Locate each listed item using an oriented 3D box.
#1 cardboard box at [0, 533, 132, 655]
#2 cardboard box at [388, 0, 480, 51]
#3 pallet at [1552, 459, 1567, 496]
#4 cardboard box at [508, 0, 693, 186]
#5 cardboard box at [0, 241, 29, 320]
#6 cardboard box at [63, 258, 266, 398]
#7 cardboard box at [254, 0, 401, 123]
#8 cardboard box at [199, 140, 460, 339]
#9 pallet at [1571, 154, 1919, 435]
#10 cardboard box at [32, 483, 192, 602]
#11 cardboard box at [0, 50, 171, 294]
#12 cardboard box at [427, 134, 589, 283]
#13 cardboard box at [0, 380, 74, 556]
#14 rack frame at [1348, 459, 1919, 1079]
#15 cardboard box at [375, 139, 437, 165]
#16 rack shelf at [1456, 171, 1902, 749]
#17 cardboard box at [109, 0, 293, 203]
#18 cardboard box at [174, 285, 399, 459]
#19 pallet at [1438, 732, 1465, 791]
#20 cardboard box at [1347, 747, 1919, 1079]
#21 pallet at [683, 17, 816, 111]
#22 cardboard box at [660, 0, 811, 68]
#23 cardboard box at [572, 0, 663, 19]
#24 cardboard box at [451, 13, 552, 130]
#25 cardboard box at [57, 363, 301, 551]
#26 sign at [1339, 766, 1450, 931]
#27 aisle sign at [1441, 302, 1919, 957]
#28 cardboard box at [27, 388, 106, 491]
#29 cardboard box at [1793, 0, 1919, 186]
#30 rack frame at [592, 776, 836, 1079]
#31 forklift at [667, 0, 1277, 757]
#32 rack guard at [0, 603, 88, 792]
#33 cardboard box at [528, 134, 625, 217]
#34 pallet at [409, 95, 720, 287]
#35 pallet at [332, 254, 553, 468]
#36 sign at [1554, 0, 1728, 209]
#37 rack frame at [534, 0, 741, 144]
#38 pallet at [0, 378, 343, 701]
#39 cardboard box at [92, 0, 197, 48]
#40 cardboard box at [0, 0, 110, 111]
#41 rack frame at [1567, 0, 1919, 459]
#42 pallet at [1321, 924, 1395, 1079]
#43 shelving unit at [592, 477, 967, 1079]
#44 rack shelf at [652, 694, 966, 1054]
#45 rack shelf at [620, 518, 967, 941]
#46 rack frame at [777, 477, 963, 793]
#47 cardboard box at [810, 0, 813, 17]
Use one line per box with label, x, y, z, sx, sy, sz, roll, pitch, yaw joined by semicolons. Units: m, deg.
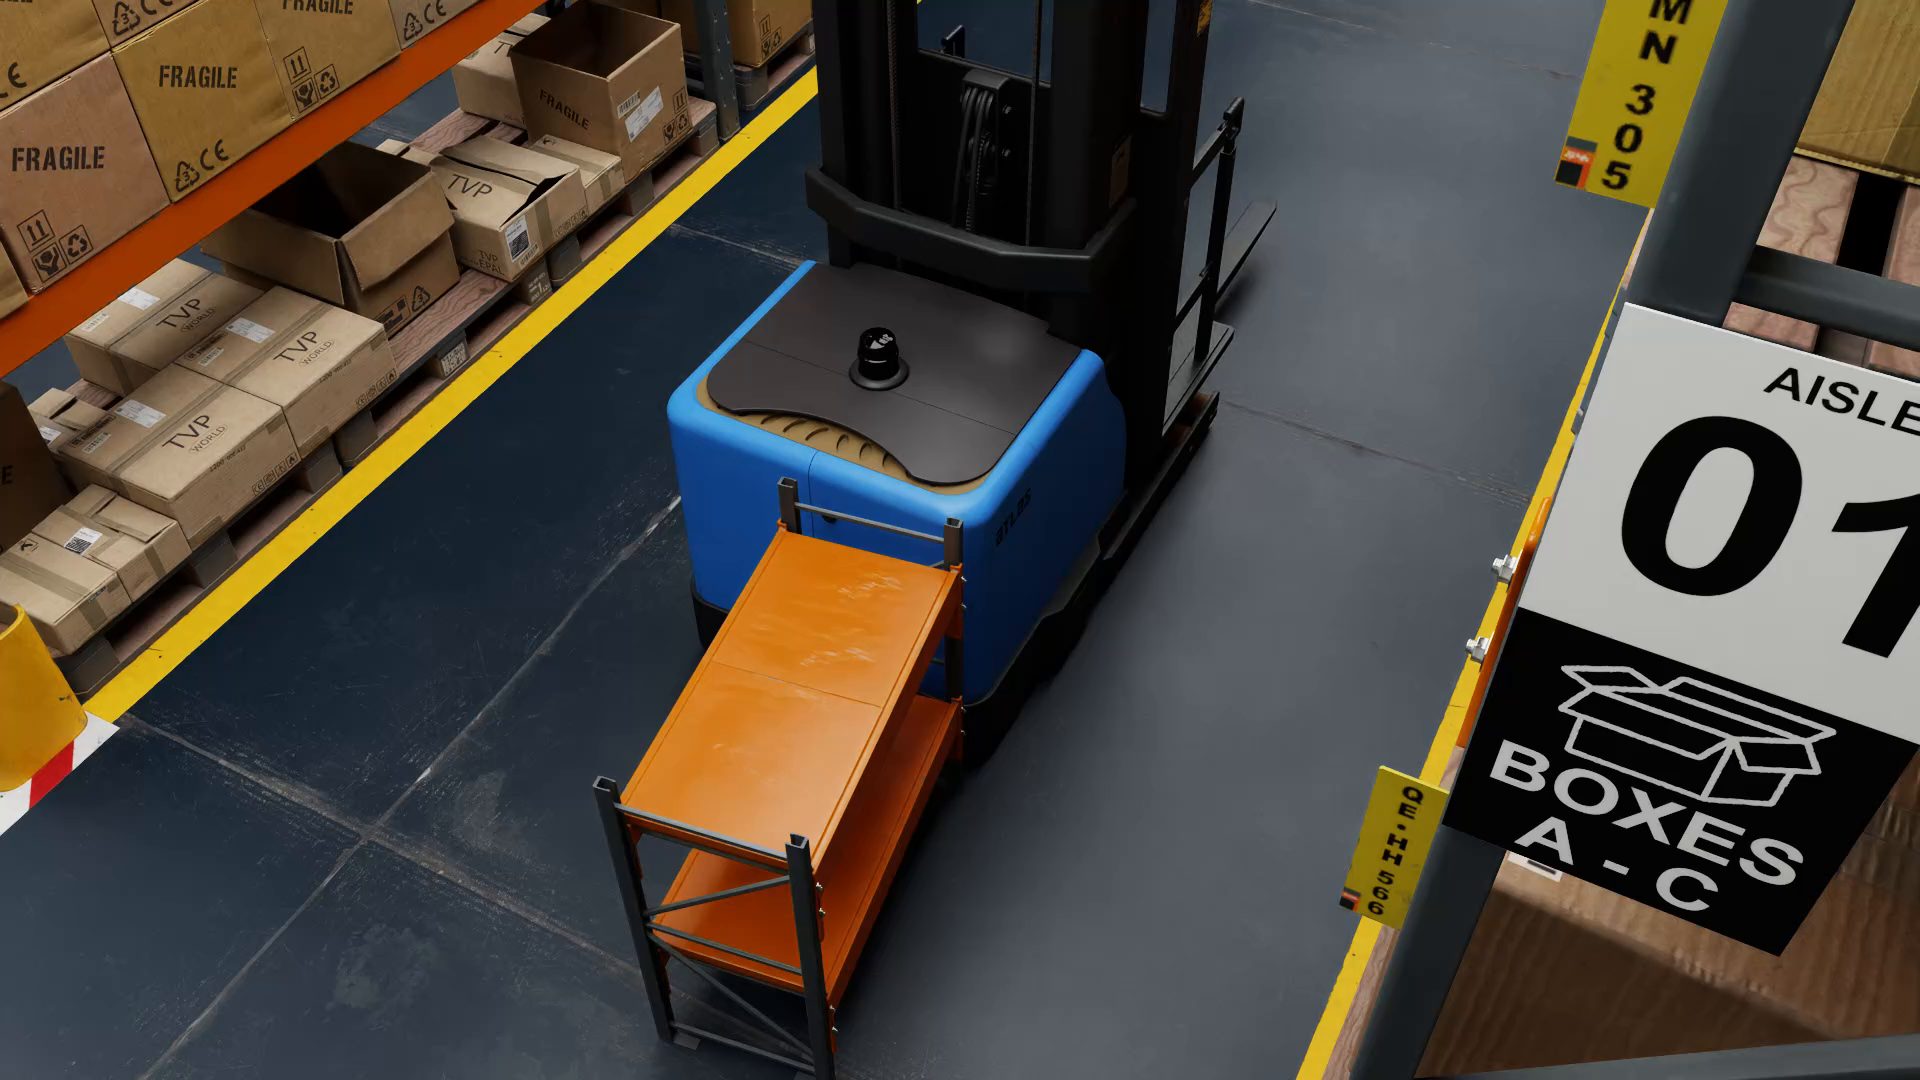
cardboard box;-2.831;0.164;5.174;0.380;0.149;0.250;20;49;19
cardboard box;-1.952;-2.039;5.585;0.500;0.500;0.500;22;49;20
pallet;2.495;0.014;5.588;1.003;0.211;1.213;20;49;19
cardboard box;-1.486;-1.876;6.943;0.500;0.500;0.500;20;49;19
cardboard box;-2.890;-0.760;4.322;0.500;0.500;0.500;21;49;20
cardboard box;-2.828;-0.733;5.990;0.500;0.250;0.500;20;49;19
cardboard box;-2.186;-1.717;5.267;0.500;0.500;0.500;21;49;20
cardboard box;-2.340;-1.144;6.218;0.797;0.503;0.637;20;49;19
pallet;1.395;-0.394;1.983;1.003;0.211;1.213;20;49;19
cardboard box;-2.715;0.001;5.323;0.380;0.166;0.250;20;49;19
cardboard box;-2.655;-1.087;4.645;0.500;0.500;0.500;20;49;19
cardboard box;-1.834;-1.337;6.544;0.500;0.311;0.500;20;49;19
cardboard box;-3.295;-0.233;5.319;0.500;0.500;0.500;20;49;19
rack frame;1.060;1.100;2.553;1.000;3.000;0.127;20;49;19
cardboard box;-2.252;-1.470;6.777;0.380;0.166;0.250;20;49;19
rack shelf;1.988;-0.961;2.988;1.077;0.370;4.000;20;49;19
cardboard box;-2.419;-1.402;4.957;0.500;0.500;0.500;20;49;19
cardboard box;-2.361;-0.600;5.858;0.500;0.250;0.500;20;49;19
pallet;1.929;0.786;4.825;1.003;0.211;1.213;20;49;19
cardboard box;1.288;0.670;2.768;0.980;0.700;0.700;23;50;21
pallet;-1.128;-2.597;8.169;1.003;0.211;1.213;20;49;19
cardboard box;-1.032;-2.553;7.612;0.500;0.500;0.500;18;48;17
cardboard box;-1.497;-2.734;7.791;0.500;0.500;0.500;20;49;19
cardboard box;-1.859;-2.069;7.267;0.500;0.311;0.500;20;49;19
cardboard box;-2.594;-0.285;5.546;0.500;0.250;0.500;20;49;19
sign;0.586;0.422;2.243;0.100;0.325;0.005;20;49;19
aisle sign;0.761;0.133;1.682;0.394;0.787;0.004;20;49;19
cardboard box;-3.027;-0.341;5.660;0.380;0.166;0.250;20;49;19
cardboard box;1.165;-0.633;1.897;0.500;0.250;0.500;22;49;20
rack frame;-0.563;0.981;3.989;0.500;1.125;0.032;14;47;13
forklift;0.294;-1.426;5.099;1.130;2.935;3.031;21;49;19
rack guard;-3.294;0.298;5.104;1.175;0.500;0.348;20;49;19
cardboard box;-1.607;-1.496;6.815;0.380;0.149;0.250;20;49;19
pallet;-1.792;-1.640;7.223;1.003;0.211;1.213;20;49;19
pallet;-2.357;-0.869;6.460;1.003;0.211;1.213;20;49;19
sign;0.586;-0.425;1.385;0.100;0.325;0.005;20;49;19
rack frame;-1.473;-3.053;6.658;1.000;3.000;0.127;20;49;19
pallet;-2.925;-0.103;5.703;1.003;0.211;1.213;20;49;19
cardboard box;-2.417;-1.757;4.604;0.500;0.500;0.500;21;49;20
cardboard box;-2.654;-1.444;4.295;0.500;0.500;0.500;21;49;19
rack frame;1.060;-1.008;0.420;1.000;3.000;0.127;20;49;19
pallet;1.362;1.551;4.069;1.003;0.211;1.213;20;49;19
shelving unit;-0.398;0.639;4.327;0.538;1.125;1.048;14;47;13
rack shelf;-0.398;0.811;4.501;0.538;0.278;1.000;14;47;13
rack shelf;-0.398;0.434;4.119;0.538;0.278;1.000;14;47;13
rack frame;-0.233;0.298;4.665;0.500;1.125;0.032;14;47;13
cardboard box;-0.794;-2.893;7.948;0.500;0.500;0.500;21;49;20
